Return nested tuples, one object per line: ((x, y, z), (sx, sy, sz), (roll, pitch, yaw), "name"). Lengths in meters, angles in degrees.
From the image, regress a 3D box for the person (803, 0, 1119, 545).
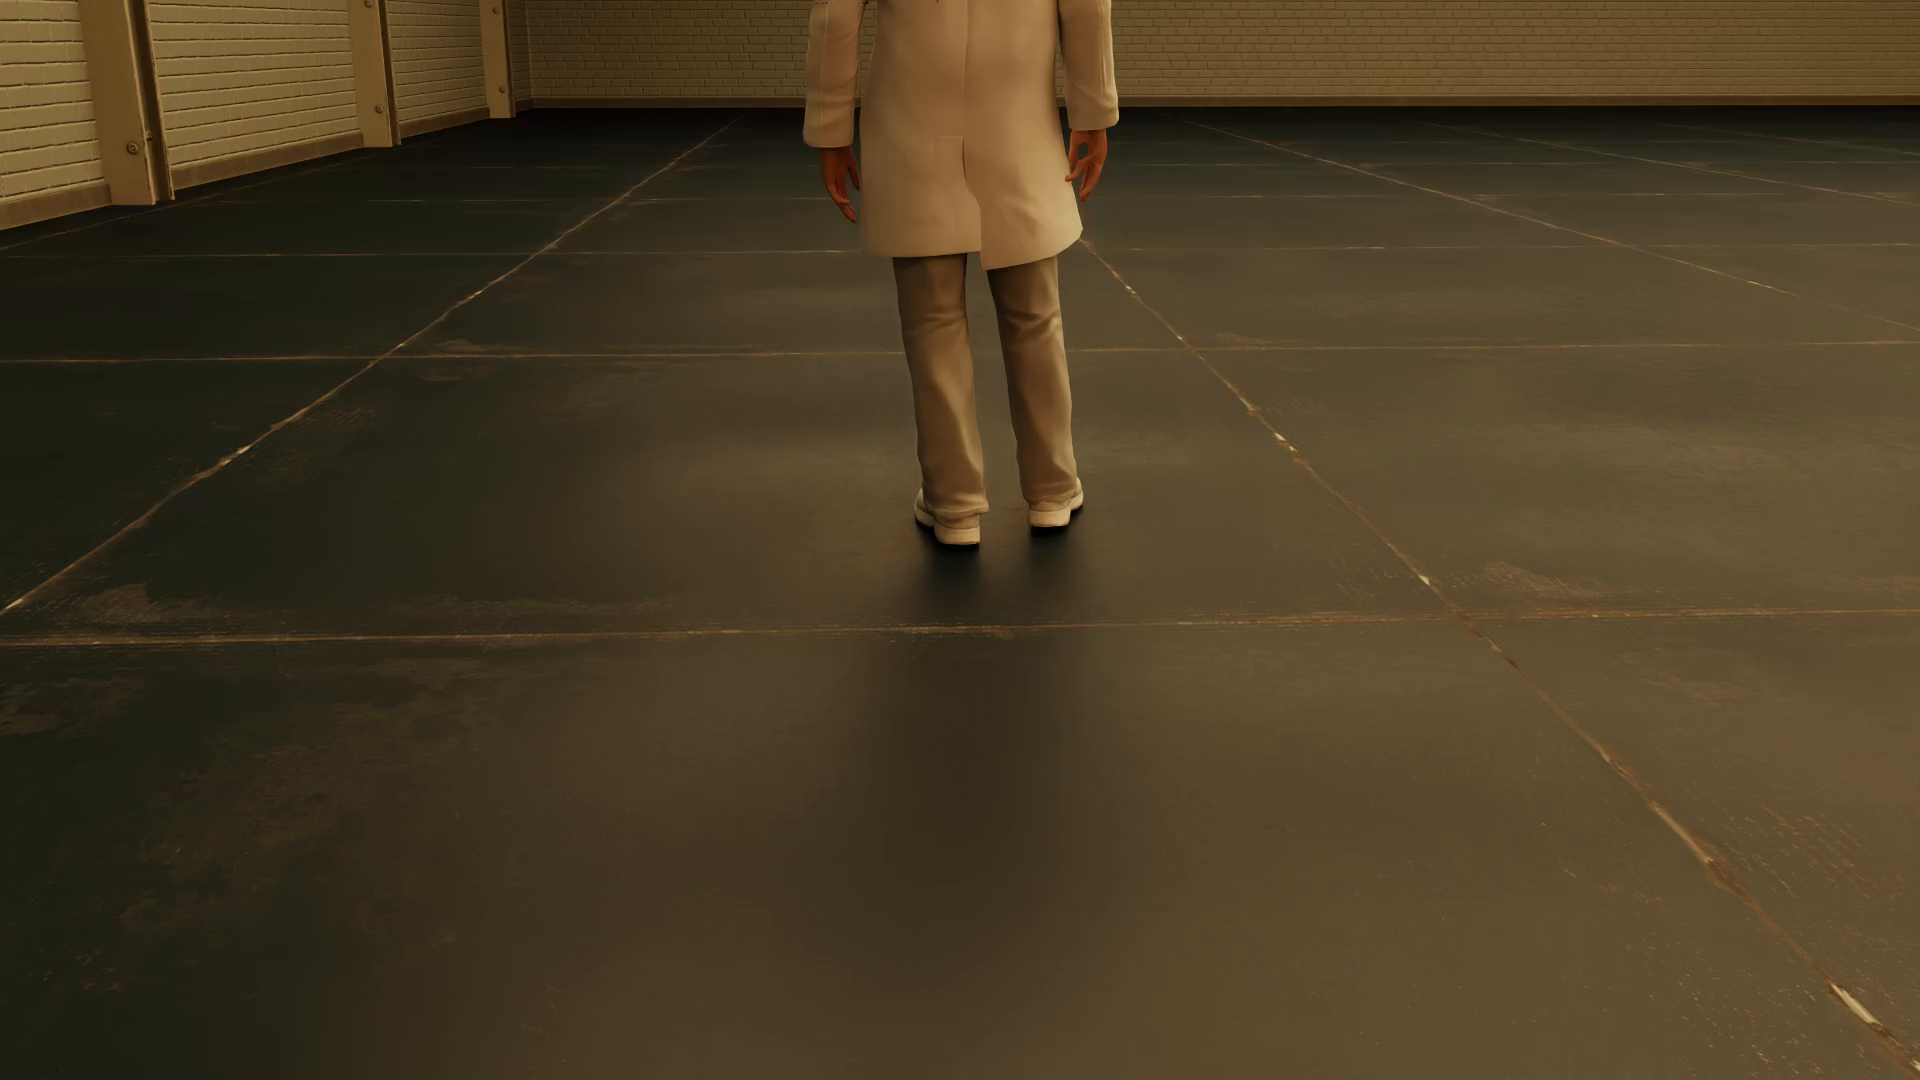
((-0.001, -0.883, 3.744), (0.696, 1.777, 0.578), (-1, 17, -3), "person")
